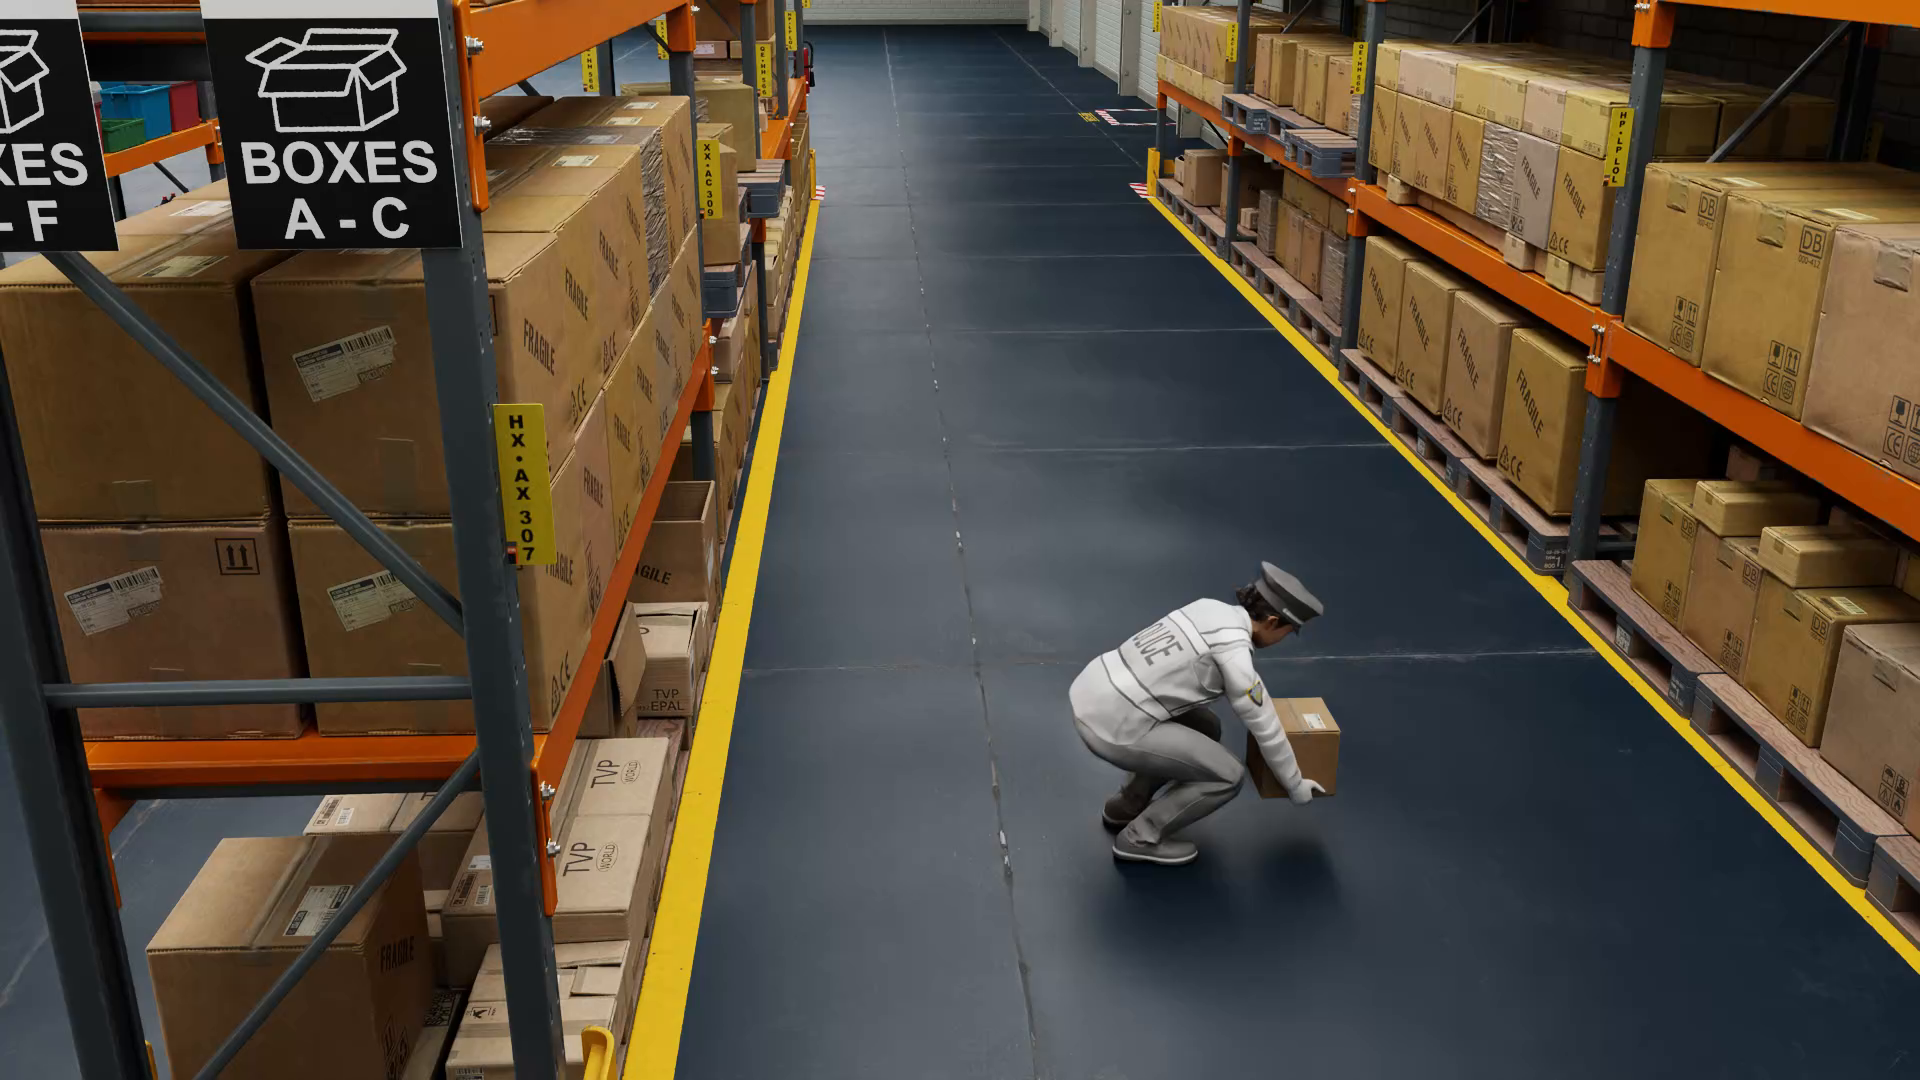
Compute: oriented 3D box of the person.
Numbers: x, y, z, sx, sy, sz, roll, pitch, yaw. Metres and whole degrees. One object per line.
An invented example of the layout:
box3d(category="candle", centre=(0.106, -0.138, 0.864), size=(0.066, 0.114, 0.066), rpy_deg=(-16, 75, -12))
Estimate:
box3d(category="person", centre=(0.791, 0.567, 5.557), size=(0.853, 0.981, 0.464), rpy_deg=(-2, 21, -4))
